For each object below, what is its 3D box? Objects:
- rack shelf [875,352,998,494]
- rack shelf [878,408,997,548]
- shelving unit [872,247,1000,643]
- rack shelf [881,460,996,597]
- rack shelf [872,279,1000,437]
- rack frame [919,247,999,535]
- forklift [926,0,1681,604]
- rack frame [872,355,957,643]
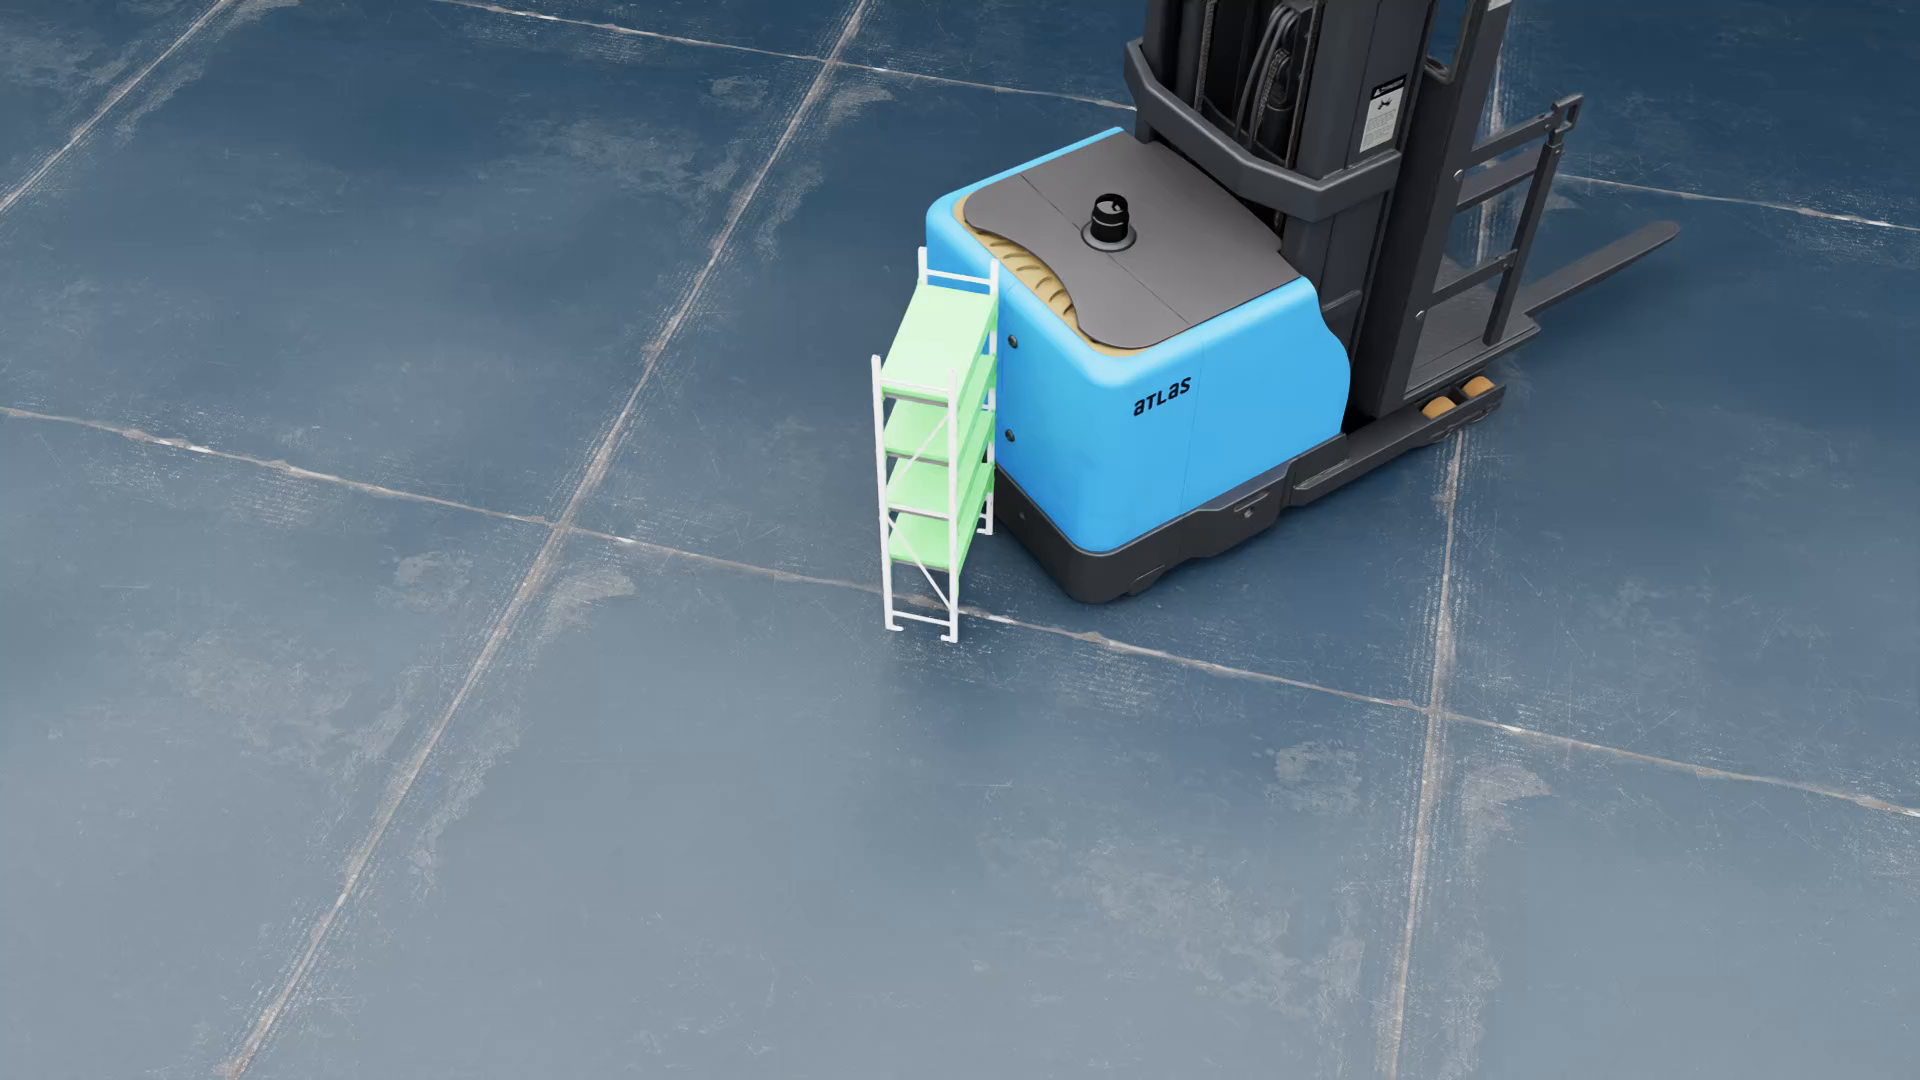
[{"bbox_3d":[-0.065,-0.380,5.051,0.258,0.148,0.480,11,49,10],"label":"rack shelf"},{"bbox_3d":[-0.065,-0.222,5.231,0.258,0.148,0.480,11,49,10],"label":"rack shelf"},{"bbox_3d":[-0.065,-0.264,5.183,0.258,1.200,0.503,11,49,10],"label":"shelving unit"},{"bbox_3d":[-0.065,-0.063,5.411,0.258,0.148,0.480,11,49,10],"label":"rack shelf"},{"bbox_3d":[-0.065,-0.539,4.871,0.258,0.148,0.480,11,49,10],"label":"rack shelf"},{"bbox_3d":[-0.005,-0.441,5.339,0.240,1.200,0.015,11,49,10],"label":"rack frame"},{"bbox_3d":[1.389,-1.634,5.237,3.031,2.935,1.130,-26,54,-21],"label":"forklift"},{"bbox_3d":[-0.126,-0.087,5.026,0.240,1.200,0.015,11,49,10],"label":"rack frame"}]
